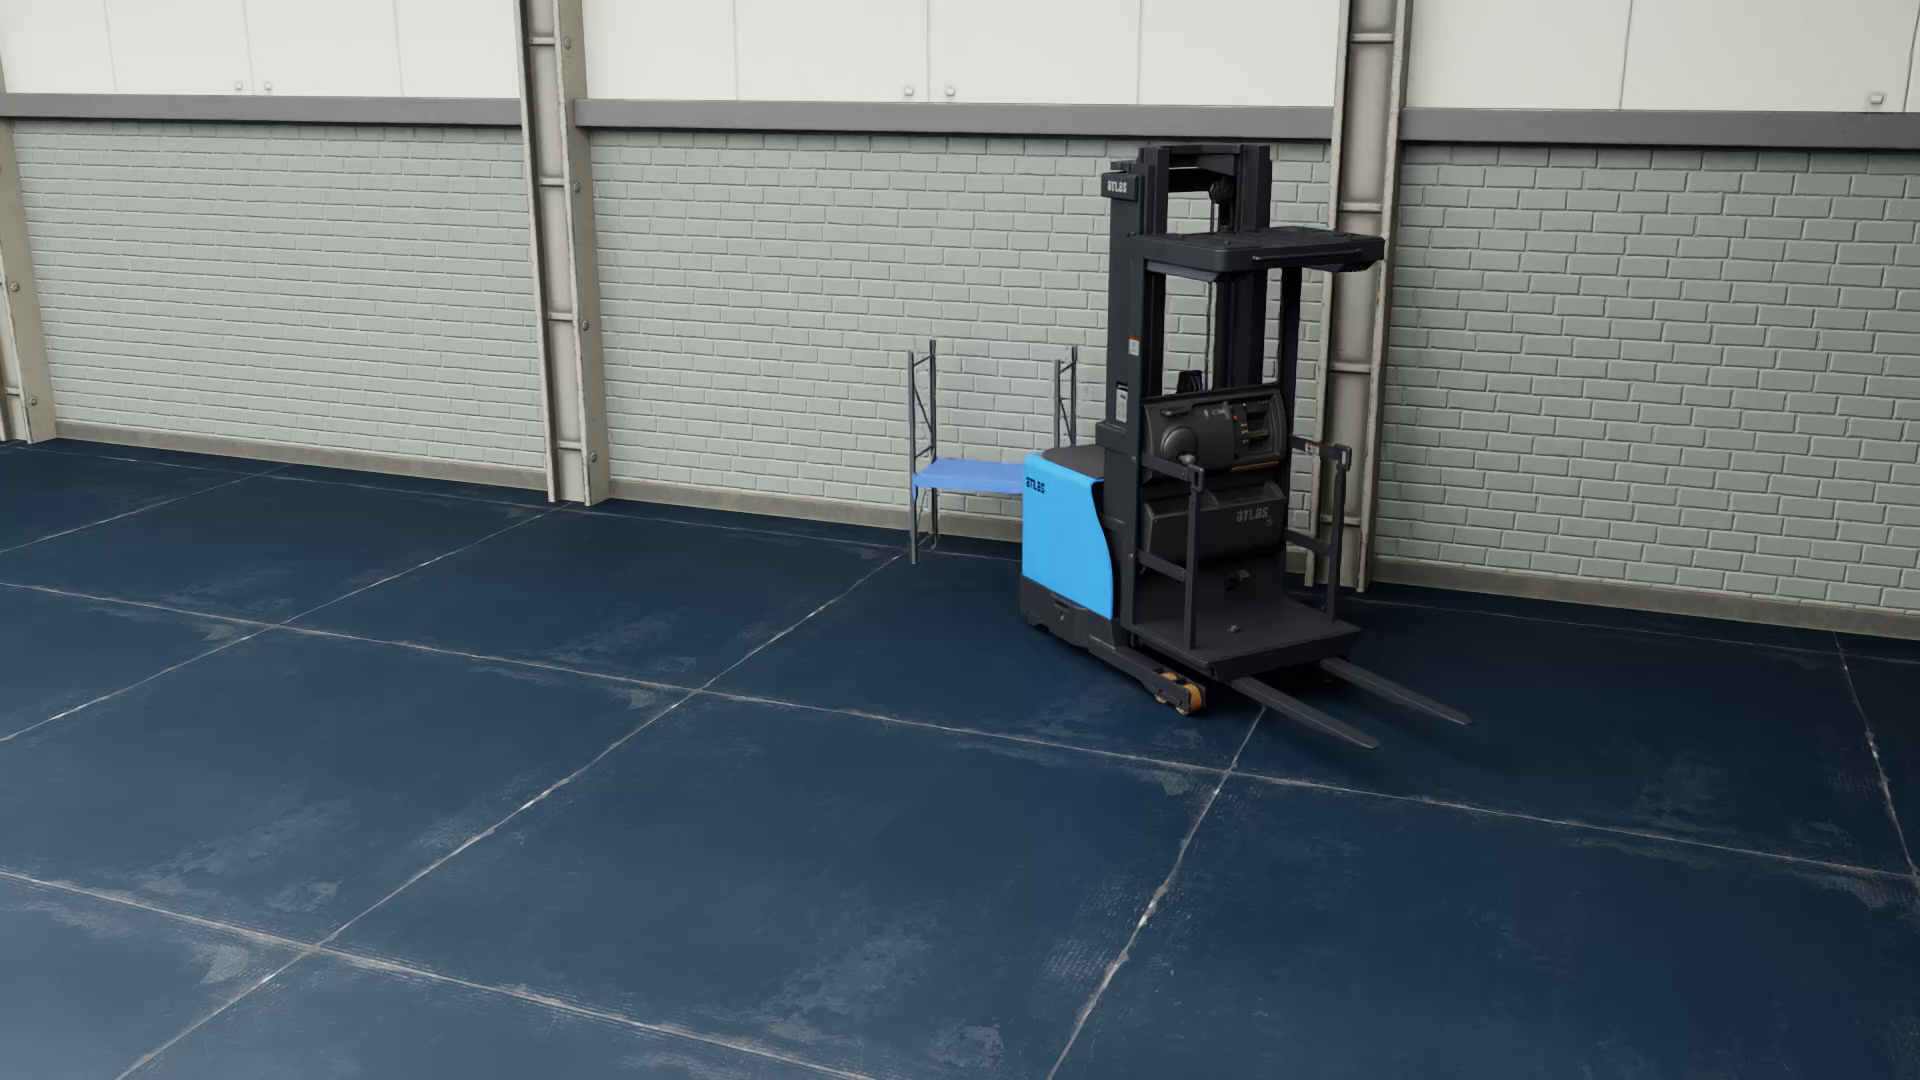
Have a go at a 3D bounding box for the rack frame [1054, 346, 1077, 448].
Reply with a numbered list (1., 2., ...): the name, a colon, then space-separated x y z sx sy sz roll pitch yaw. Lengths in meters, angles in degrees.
1. rack frame: 0.714 -0.531 11.300 0.032 1.500 0.500 5 18 17

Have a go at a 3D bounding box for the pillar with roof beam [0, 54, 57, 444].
1. pillar with roof beam: -10.198 -4.147 10.316 0.400 9.000 9.100 6 17 21

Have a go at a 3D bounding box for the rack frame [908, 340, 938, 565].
1. rack frame: -0.255 -0.612 11.598 0.032 1.500 0.500 5 18 17

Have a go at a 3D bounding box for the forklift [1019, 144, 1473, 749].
1. forklift: 1.525 -0.612 9.025 1.130 2.935 3.031 -9 18 -28

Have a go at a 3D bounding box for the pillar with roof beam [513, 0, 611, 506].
1. pillar with roof beam: -4.617 -3.533 8.202 0.400 9.000 9.100 6 17 21

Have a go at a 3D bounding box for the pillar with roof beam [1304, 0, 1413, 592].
1. pillar with roof beam: 0.965 -2.919 6.088 0.400 9.000 9.100 6 17 21

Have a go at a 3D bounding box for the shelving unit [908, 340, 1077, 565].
1. shelving unit: 0.229 -0.571 11.449 1.048 1.500 0.538 5 18 17

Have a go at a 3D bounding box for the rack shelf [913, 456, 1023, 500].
1. rack shelf: 0.231 -0.399 11.500 1.000 0.185 0.538 5 18 17
